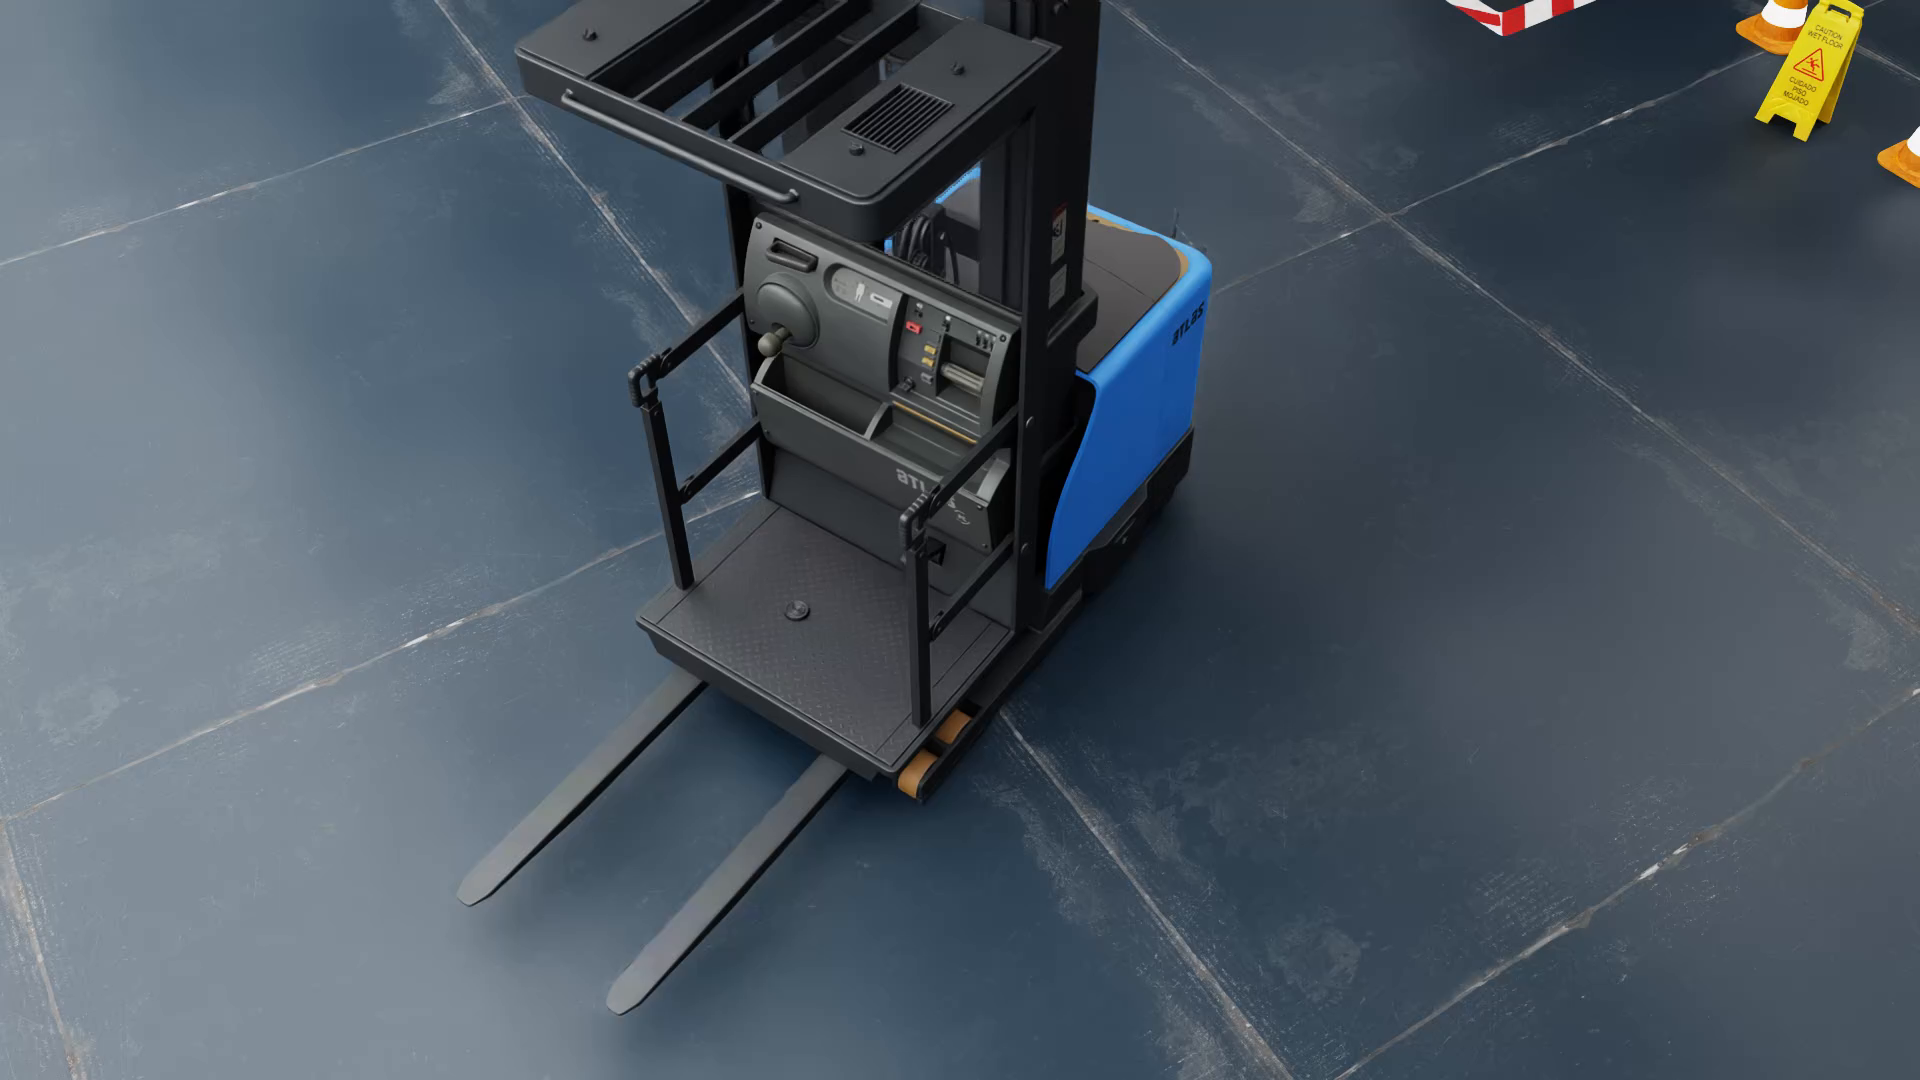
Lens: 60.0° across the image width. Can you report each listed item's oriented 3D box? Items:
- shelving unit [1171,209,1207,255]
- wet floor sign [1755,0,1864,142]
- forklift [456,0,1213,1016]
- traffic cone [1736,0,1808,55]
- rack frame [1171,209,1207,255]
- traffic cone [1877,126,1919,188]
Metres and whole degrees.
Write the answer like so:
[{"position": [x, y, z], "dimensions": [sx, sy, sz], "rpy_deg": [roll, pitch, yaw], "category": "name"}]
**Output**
[{"position": [0.746, -0.809, 6.368], "dimensions": [0.210, 0.900, 0.258], "rpy_deg": [-17, 50, -15], "category": "shelving unit"}, {"position": [4.034, -2.247, 7.819], "dimensions": [0.232, 0.644, 0.267], "rpy_deg": [-34, 57, -27], "category": "wet floor sign"}, {"position": [-0.375, -0.538, 4.766], "dimensions": [1.130, 2.935, 3.031], "rpy_deg": [28, 54, 22], "category": "forklift"}, {"position": [4.209, -2.763, 8.400], "dimensions": [0.334, 0.463, 0.336], "rpy_deg": [-25, 53, -21], "category": "traffic cone"}, {"position": [0.840, -0.838, 6.393], "dimensions": [0.006, 0.900, 0.240], "rpy_deg": [-17, 50, -15], "category": "rack frame"}, {"position": [4.524, -1.914, 7.644], "dimensions": [0.334, 0.463, 0.336], "rpy_deg": [-25, 53, -21], "category": "traffic cone"}]
